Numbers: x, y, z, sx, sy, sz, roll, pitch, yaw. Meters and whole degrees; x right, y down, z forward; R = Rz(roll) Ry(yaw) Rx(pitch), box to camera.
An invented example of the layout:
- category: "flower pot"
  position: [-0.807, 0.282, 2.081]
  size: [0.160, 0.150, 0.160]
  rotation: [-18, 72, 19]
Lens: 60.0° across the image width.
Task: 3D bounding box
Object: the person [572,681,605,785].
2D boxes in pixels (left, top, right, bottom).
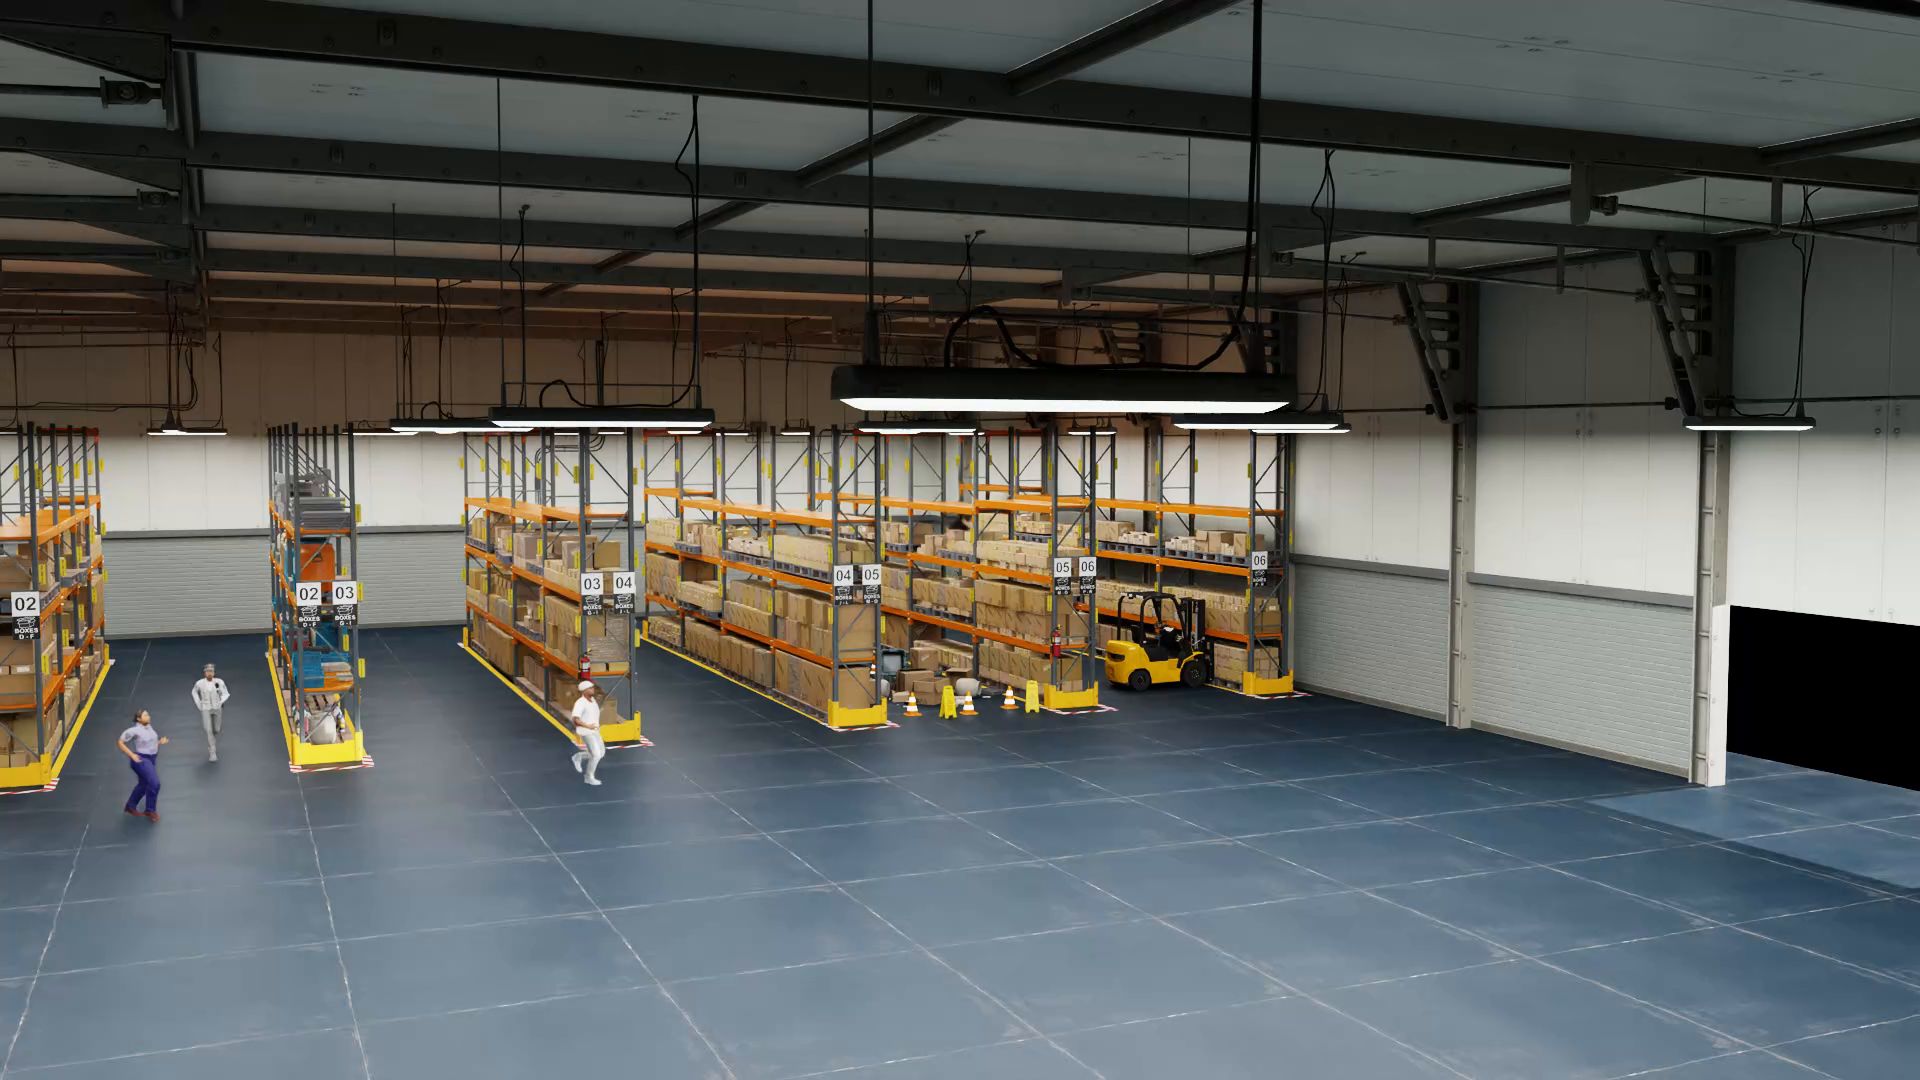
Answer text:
- category: "person"
  position: [-6.198, 3.184, 27.563]
  size: [0.584, 1.719, 0.747]
  rotation: [0, 4, 8]

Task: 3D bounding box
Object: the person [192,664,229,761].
- category: "person"
  position: [-13.477, 3.064, 29.951]
  size: [0.585, 1.700, 1.064]
  rotation: [-2, 4, -34]

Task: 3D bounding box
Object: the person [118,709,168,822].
- category: "person"
  position: [-12.235, 3.378, 24.933]
  size: [0.704, 1.695, 0.583]
  rotation: [0, 3, -2]
